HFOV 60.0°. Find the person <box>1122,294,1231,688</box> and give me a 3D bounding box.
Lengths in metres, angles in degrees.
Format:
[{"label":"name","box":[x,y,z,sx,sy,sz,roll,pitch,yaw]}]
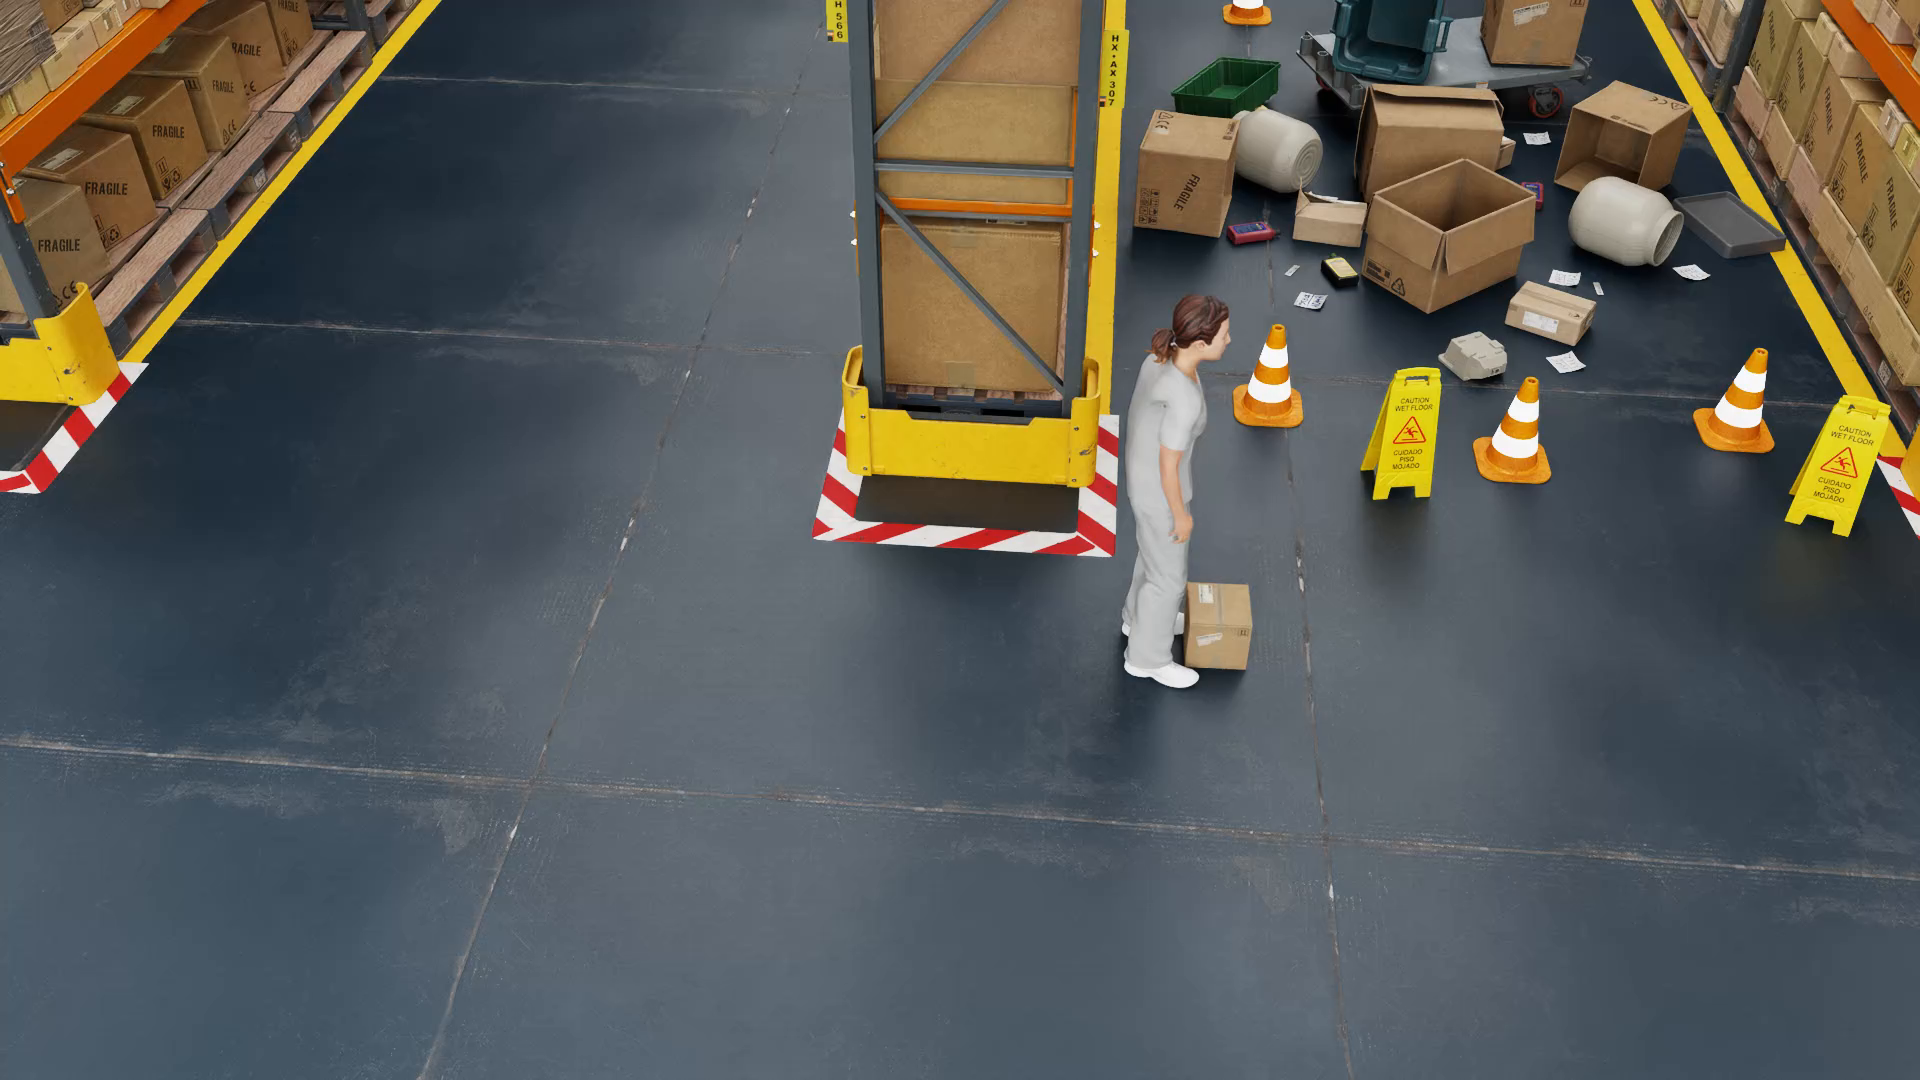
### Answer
[{"label":"person","box":[0.807,-0.200,6.395,0.357,1.671,0.514,1,40,1]}]
